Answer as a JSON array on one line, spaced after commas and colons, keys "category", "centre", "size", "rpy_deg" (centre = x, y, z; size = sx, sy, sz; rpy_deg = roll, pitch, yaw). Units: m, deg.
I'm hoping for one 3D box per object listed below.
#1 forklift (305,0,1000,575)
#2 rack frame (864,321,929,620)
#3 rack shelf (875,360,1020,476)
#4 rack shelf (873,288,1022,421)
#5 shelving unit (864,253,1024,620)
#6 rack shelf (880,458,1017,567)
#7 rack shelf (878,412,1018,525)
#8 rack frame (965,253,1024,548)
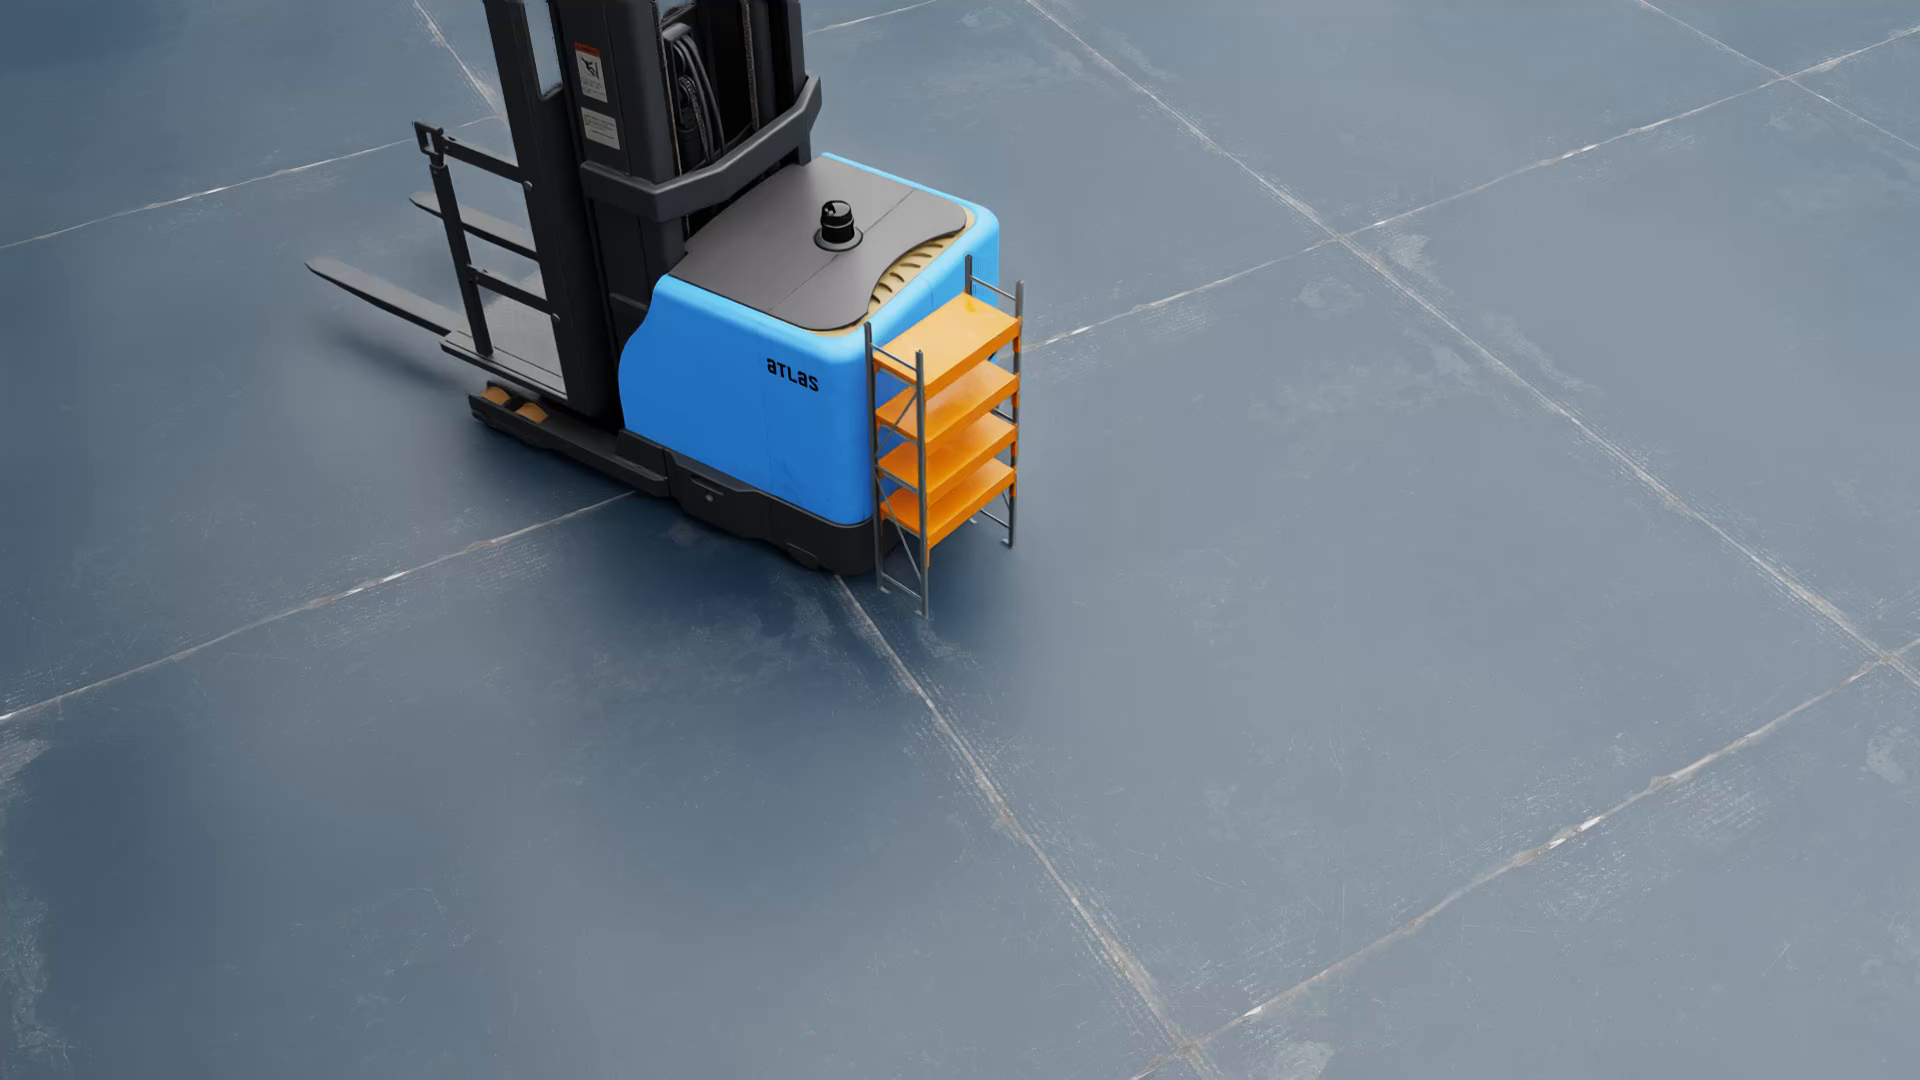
[{"category": "forklift", "centre": [-1.364, -1.717, 5.914], "size": [3.031, 2.935, 1.130], "rpy_deg": [24, 49, 23]}, {"category": "rack frame", "centre": [-0.208, -0.203, 5.597], "size": [0.240, 1.200, 0.015], "rpy_deg": [31, 52, 28]}, {"category": "rack shelf", "centre": [-0.049, -0.444, 5.621], "size": [0.258, 0.148, 0.480], "rpy_deg": [31, 52, 28]}, {"category": "rack shelf", "centre": [-0.049, -0.613, 5.456], "size": [0.258, 0.148, 0.480], "rpy_deg": [31, 52, 28]}, {"category": "shelving unit", "centre": [-0.049, -0.331, 5.730], "size": [0.258, 1.200, 0.503], "rpy_deg": [31, 52, 28]}, {"category": "rack shelf", "centre": [-0.049, -0.141, 5.915], "size": [0.258, 0.148, 0.480], "rpy_deg": [31, 52, 28]}, {"category": "rack shelf", "centre": [-0.049, -0.283, 5.777], "size": [0.258, 0.148, 0.480], "rpy_deg": [31, 52, 28]}, {"category": "rack frame", "centre": [0.111, -0.460, 5.862], "size": [0.240, 1.200, 0.015], "rpy_deg": [31, 52, 28]}]
